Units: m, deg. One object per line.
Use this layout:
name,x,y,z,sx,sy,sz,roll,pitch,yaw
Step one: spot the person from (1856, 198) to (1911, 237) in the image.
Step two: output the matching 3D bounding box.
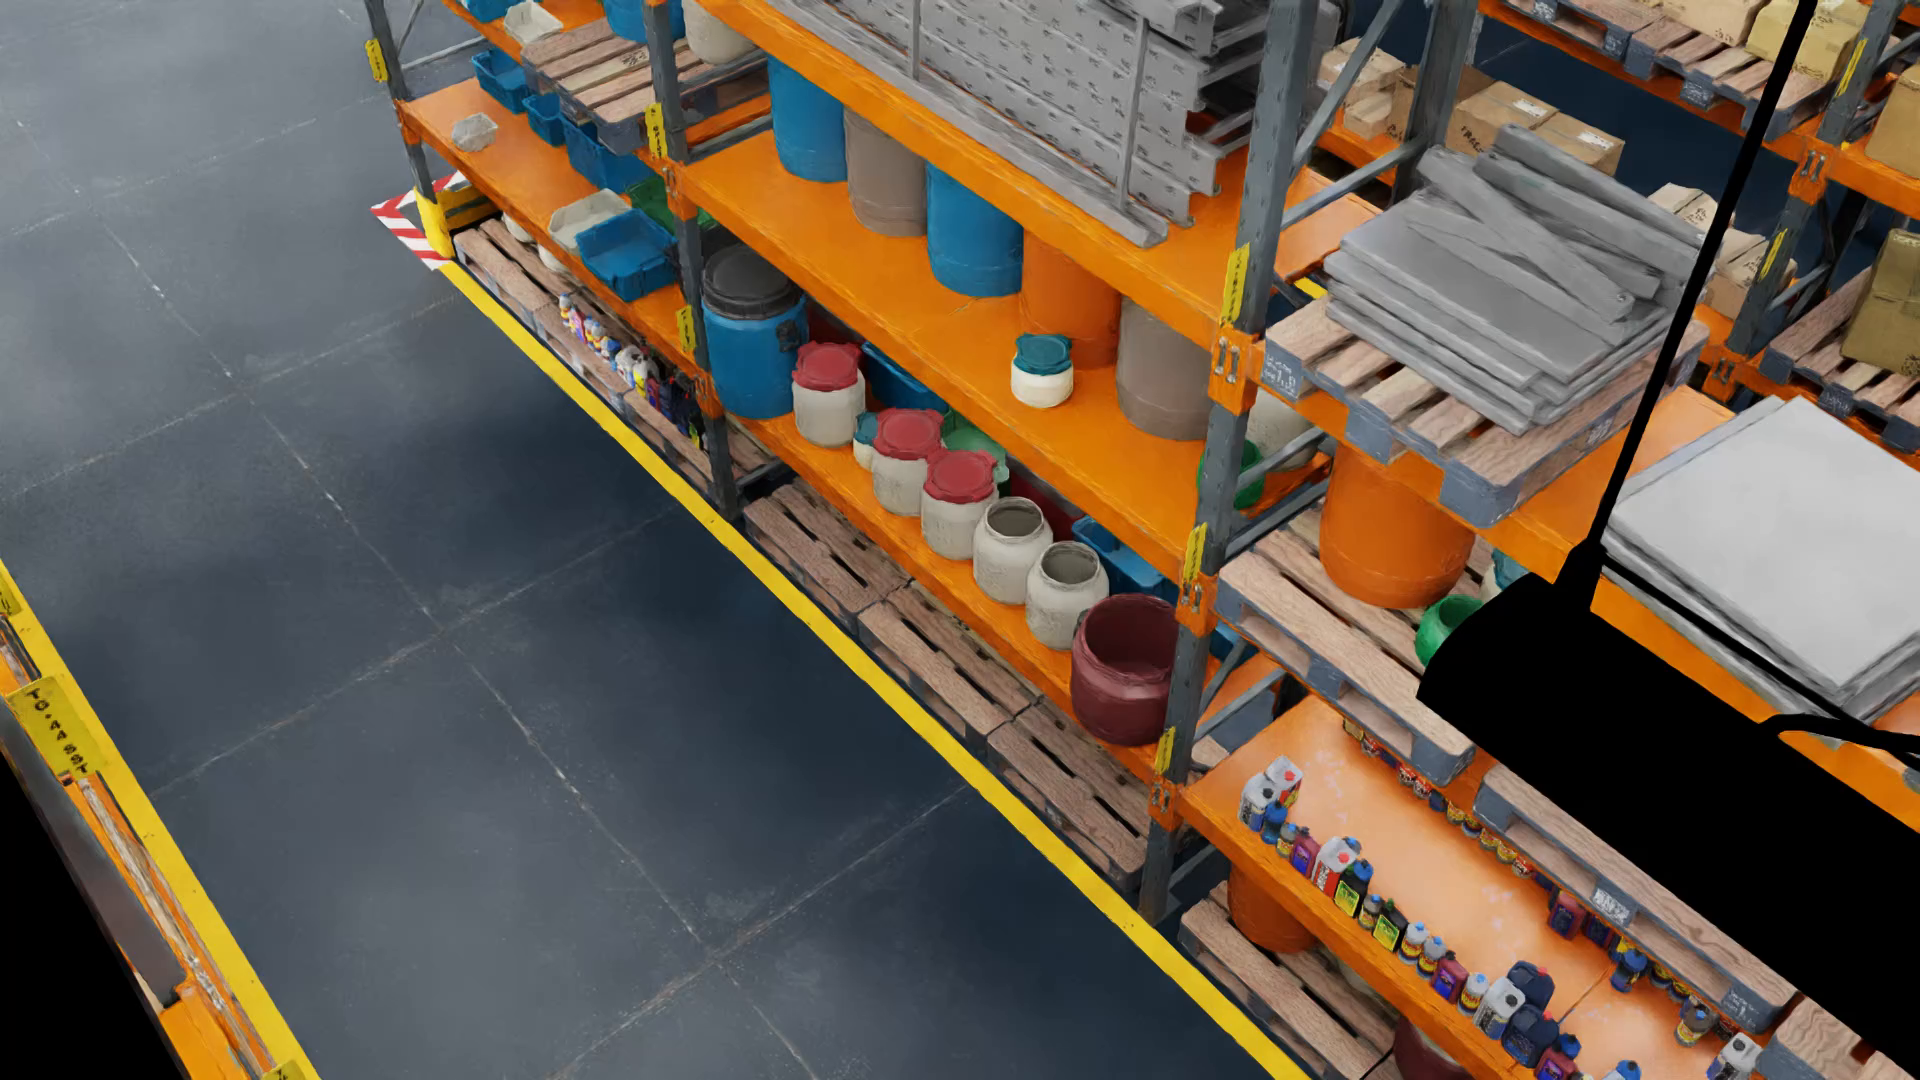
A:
person,7.211,-2.931,12.590,0.552,1.684,0.433,19,49,17

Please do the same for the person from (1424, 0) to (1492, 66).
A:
person,4.263,-4.634,14.124,0.637,1.789,0.475,15,48,14
